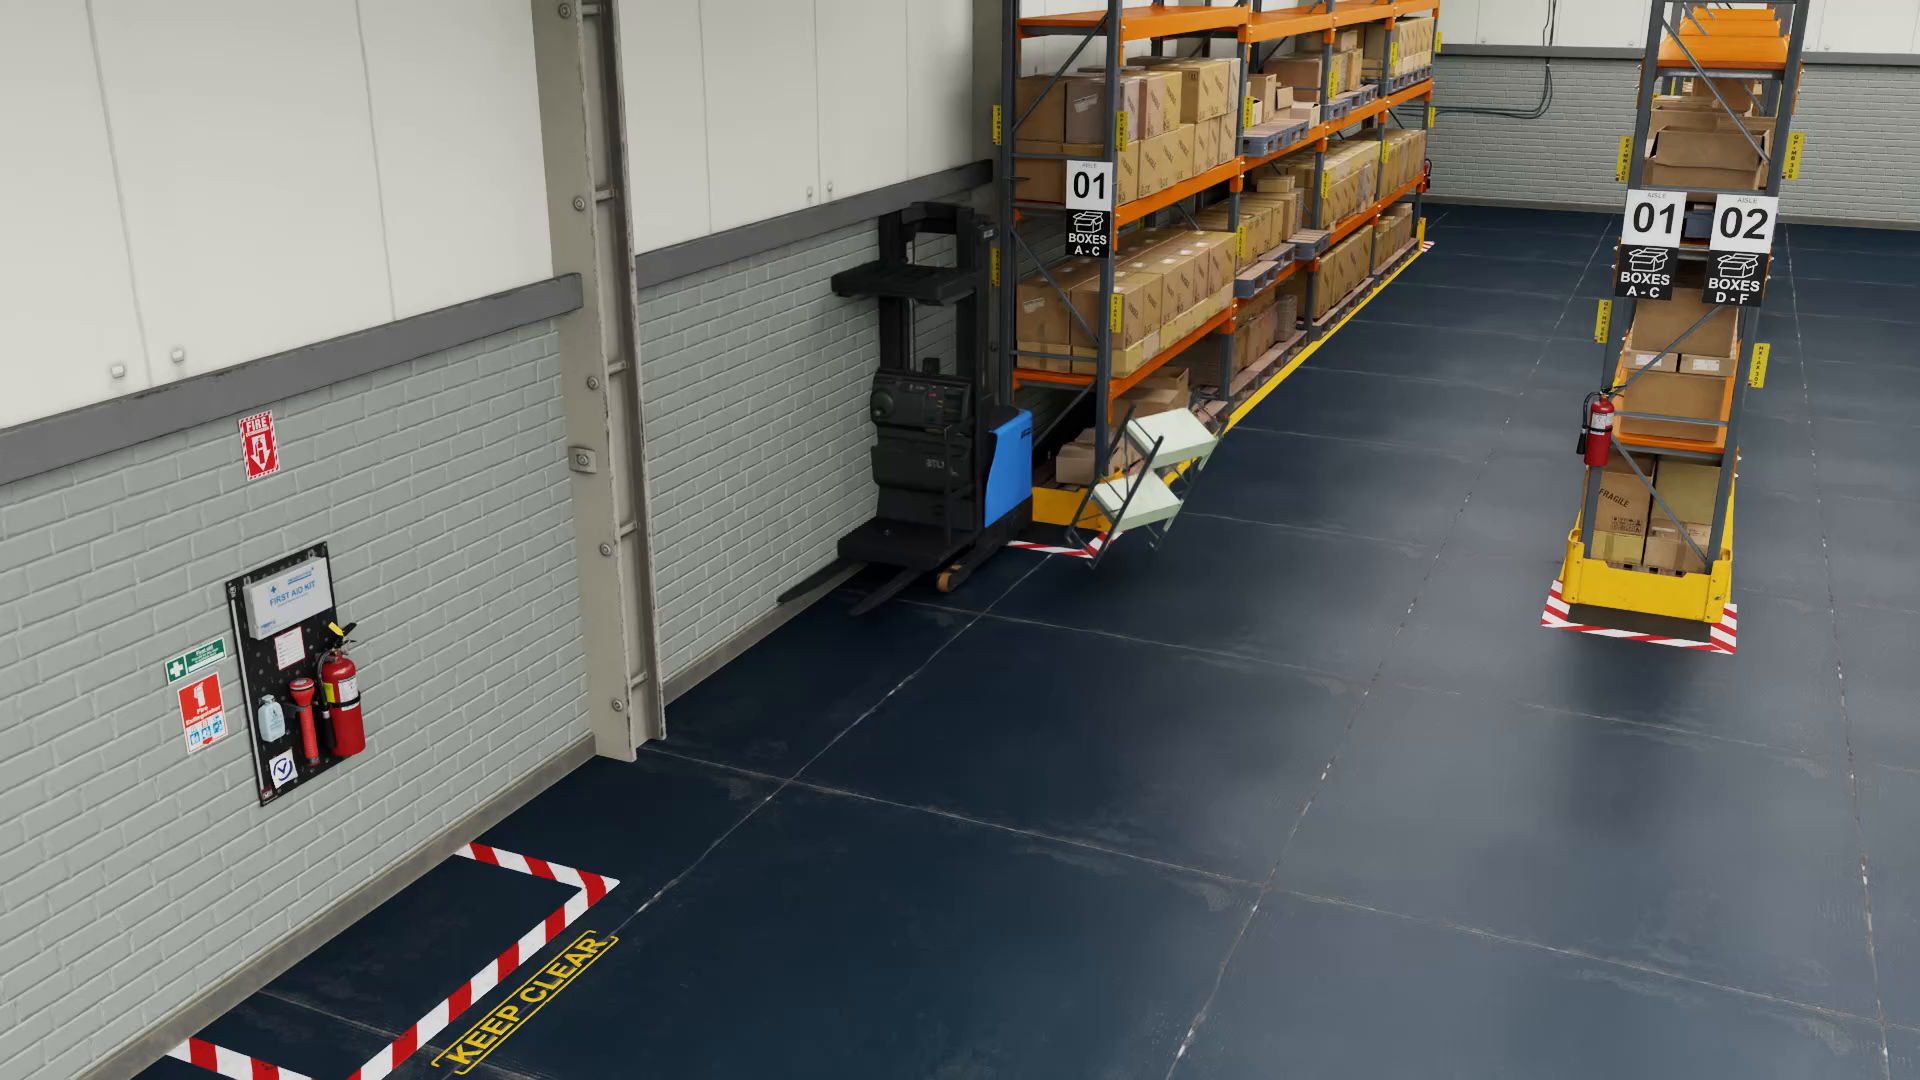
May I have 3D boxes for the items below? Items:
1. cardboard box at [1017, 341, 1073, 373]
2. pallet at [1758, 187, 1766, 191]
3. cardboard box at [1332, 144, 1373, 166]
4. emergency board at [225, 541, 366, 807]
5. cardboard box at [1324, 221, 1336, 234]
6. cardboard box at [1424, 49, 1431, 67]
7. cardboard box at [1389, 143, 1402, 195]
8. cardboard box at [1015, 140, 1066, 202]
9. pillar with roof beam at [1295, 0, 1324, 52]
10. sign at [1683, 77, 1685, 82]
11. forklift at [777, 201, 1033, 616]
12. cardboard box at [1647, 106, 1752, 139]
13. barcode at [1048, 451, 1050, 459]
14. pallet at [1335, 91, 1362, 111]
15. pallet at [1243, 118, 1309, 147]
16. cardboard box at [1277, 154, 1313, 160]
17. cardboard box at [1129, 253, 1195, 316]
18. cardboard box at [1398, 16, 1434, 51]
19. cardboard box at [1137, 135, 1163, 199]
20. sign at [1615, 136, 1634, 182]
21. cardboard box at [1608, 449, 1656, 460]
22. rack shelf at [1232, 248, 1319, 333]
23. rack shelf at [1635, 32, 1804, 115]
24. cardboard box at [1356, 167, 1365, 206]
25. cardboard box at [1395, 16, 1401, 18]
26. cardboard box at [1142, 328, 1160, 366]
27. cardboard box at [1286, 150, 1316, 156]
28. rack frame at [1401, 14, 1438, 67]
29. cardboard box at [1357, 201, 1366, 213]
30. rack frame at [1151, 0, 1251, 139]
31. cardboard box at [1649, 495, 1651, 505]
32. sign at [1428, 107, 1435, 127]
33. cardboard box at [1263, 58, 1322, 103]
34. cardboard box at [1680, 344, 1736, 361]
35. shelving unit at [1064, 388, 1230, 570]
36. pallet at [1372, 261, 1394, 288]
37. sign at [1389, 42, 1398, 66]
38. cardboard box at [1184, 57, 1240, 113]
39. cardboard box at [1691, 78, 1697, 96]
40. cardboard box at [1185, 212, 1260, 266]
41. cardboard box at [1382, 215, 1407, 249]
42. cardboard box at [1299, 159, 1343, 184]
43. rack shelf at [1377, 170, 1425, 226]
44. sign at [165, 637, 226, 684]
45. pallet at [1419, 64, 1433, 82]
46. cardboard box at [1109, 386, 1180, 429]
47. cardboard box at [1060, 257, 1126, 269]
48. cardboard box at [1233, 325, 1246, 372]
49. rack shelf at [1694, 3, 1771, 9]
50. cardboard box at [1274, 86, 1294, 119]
[{"bbox_3d":[0.840,-1.699,14.962,0.500,0.250,0.500,9,21,23],"label":"cardboard box"},{"bbox_3d":[6.157,-2.870,13.718,1.003,0.211,1.213,9,21,23],"label":"pallet"},{"bbox_3d":[5.563,-5.476,23.647,0.500,0.250,0.500,9,21,24],"label":"cardboard box"},{"bbox_3d":[-3.181,0.661,8.133,0.194,1.169,0.643,9,21,23],"label":"emergency board"},{"bbox_3d":[4.744,-4.141,21.982,0.380,0.149,0.250,9,22,24],"label":"cardboard box"},{"bbox_3d":[7.319,-7.809,26.921,0.500,0.250,0.500,9,22,24],"label":"cardboard box"},{"bbox_3d":[6.280,-5.786,25.814,0.980,0.700,0.700,8,21,21],"label":"cardboard box"},{"bbox_3d":[0.765,-3.222,14.398,0.500,0.500,0.500,10,22,27],"label":"cardboard box"},{"bbox_3d":[9.164,-7.827,23.048,9.100,9.000,0.400,9,21,23],"label":"pillar with roof beam"},{"bbox_3d":[9.762,-6.309,22.484,0.100,0.325,0.005,9,21,23],"label":"sign"},{"bbox_3d":[-0.436,-1.123,13.254,1.130,2.935,3.031,9,21,23],"label":"forklift"},{"bbox_3d":[6.195,-3.374,14.014,0.797,0.503,0.637,11,22,29],"label":"cardboard box"},{"bbox_3d":[0.833,-0.795,15.569,0.001,0.075,0.075,9,21,23],"label":"barcode"},{"bbox_3d":[4.772,-5.907,22.406,1.003,0.211,1.213,10,22,25],"label":"pallet"},{"bbox_3d":[3.235,-4.629,18.813,1.213,0.211,1.003,9,21,23],"label":"pallet"},{"bbox_3d":[4.479,-5.074,22.518,0.500,0.250,0.500,8,21,21],"label":"cardboard box"},{"bbox_3d":[1.924,-2.453,15.966,0.500,0.500,0.500,9,22,24],"label":"cardboard box"},{"bbox_3d":[7.326,-8.161,26.793,0.500,0.500,0.500,8,21,23],"label":"cardboard box"},{"bbox_3d":[1.443,-3.287,14.580,0.500,0.500,0.500,10,22,26],"label":"cardboard box"},{"bbox_3d":[4.857,-2.784,12.140,0.100,0.325,0.005,9,21,23],"label":"sign"},{"bbox_3d":[5.690,-0.680,14.262,0.500,0.500,0.500,9,21,23],"label":"cardboard box"},{"bbox_3d":[3.282,-3.086,19.742,1.077,0.370,4.000,9,21,23],"label":"rack shelf"},{"bbox_3d":[6.165,-3.822,13.457,1.077,0.370,4.000,9,21,23],"label":"rack shelf"},{"bbox_3d":[5.367,-4.970,23.344,0.500,0.500,0.500,9,21,23],"label":"cardboard box"},{"bbox_3d":[6.858,-8.232,26.993,0.500,0.500,0.500,8,21,21],"label":"cardboard box"},{"bbox_3d":[1.514,-1.795,15.235,0.500,0.250,0.500,8,21,21],"label":"cardboard box"},{"bbox_3d":[4.687,-5.230,22.956,0.500,0.250,0.500,8,21,21],"label":"cardboard box"},{"bbox_3d":[7.377,-9.308,27.212,1.000,3.000,0.127,9,21,23],"label":"rack frame"},{"bbox_3d":[5.575,-4.765,23.737,0.380,0.149,0.250,9,21,23],"label":"cardboard box"},{"bbox_3d":[2.463,-5.640,16.897,1.000,3.000,0.127,9,21,23],"label":"rack frame"},{"bbox_3d":[5.693,-0.326,14.386,0.500,0.250,0.500,9,21,23],"label":"cardboard box"},{"bbox_3d":[7.866,-7.060,27.762,0.100,0.325,0.005,9,21,23],"label":"sign"},{"bbox_3d":[4.244,-5.857,21.179,0.700,0.500,0.500,7,21,18],"label":"cardboard box"},{"bbox_3d":[5.809,-1.436,12.913,0.380,0.149,0.250,8,21,21],"label":"cardboard box"},{"bbox_3d":[1.507,-0.489,13.548,0.755,1.500,0.431,-15,55,-36],"label":"shelving unit"},{"bbox_3d":[6.122,-4.167,25.870,1.003,0.211,1.213,9,21,23],"label":"pallet"},{"bbox_3d":[6.238,-6.992,23.936,0.100,0.325,0.005,9,21,23],"label":"sign"},{"bbox_3d":[2.505,-4.564,16.677,0.500,0.500,0.500,7,21,18],"label":"cardboard box"},{"bbox_3d":[7.485,-4.389,16.334,0.500,0.500,0.500,11,22,28],"label":"cardboard box"},{"bbox_3d":[2.938,-3.388,18.714,0.700,0.500,0.500,11,22,28],"label":"cardboard box"},{"bbox_3d":[6.977,-5.121,27.495,0.700,0.500,0.500,8,21,23],"label":"cardboard box"},{"bbox_3d":[4.742,-4.854,21.898,0.500,0.250,0.500,8,21,22],"label":"cardboard box"},{"bbox_3d":[6.558,-5.531,26.619,1.077,0.370,4.000,9,21,23],"label":"rack shelf"},{"bbox_3d":[-3.492,0.550,7.603,0.001,0.109,0.331,9,21,23],"label":"sign"},{"bbox_3d":[7.083,-7.625,27.088,1.003,0.211,1.213,9,21,23],"label":"pallet"},{"bbox_3d":[1.770,-1.211,16.471,0.700,0.500,0.500,7,21,19],"label":"cardboard box"},{"bbox_3d":[1.247,-2.367,15.722,0.500,0.500,0.500,8,21,21],"label":"cardboard box"},{"bbox_3d":[2.915,-2.235,19.350,0.700,0.500,0.500,8,21,22],"label":"cardboard box"},{"bbox_3d":[11.079,-7.678,23.706,1.077,0.370,4.000,9,21,23],"label":"rack shelf"},{"bbox_3d":[3.486,-5.124,19.739,0.797,0.503,0.637,12,23,30],"label":"cardboard box"}]
